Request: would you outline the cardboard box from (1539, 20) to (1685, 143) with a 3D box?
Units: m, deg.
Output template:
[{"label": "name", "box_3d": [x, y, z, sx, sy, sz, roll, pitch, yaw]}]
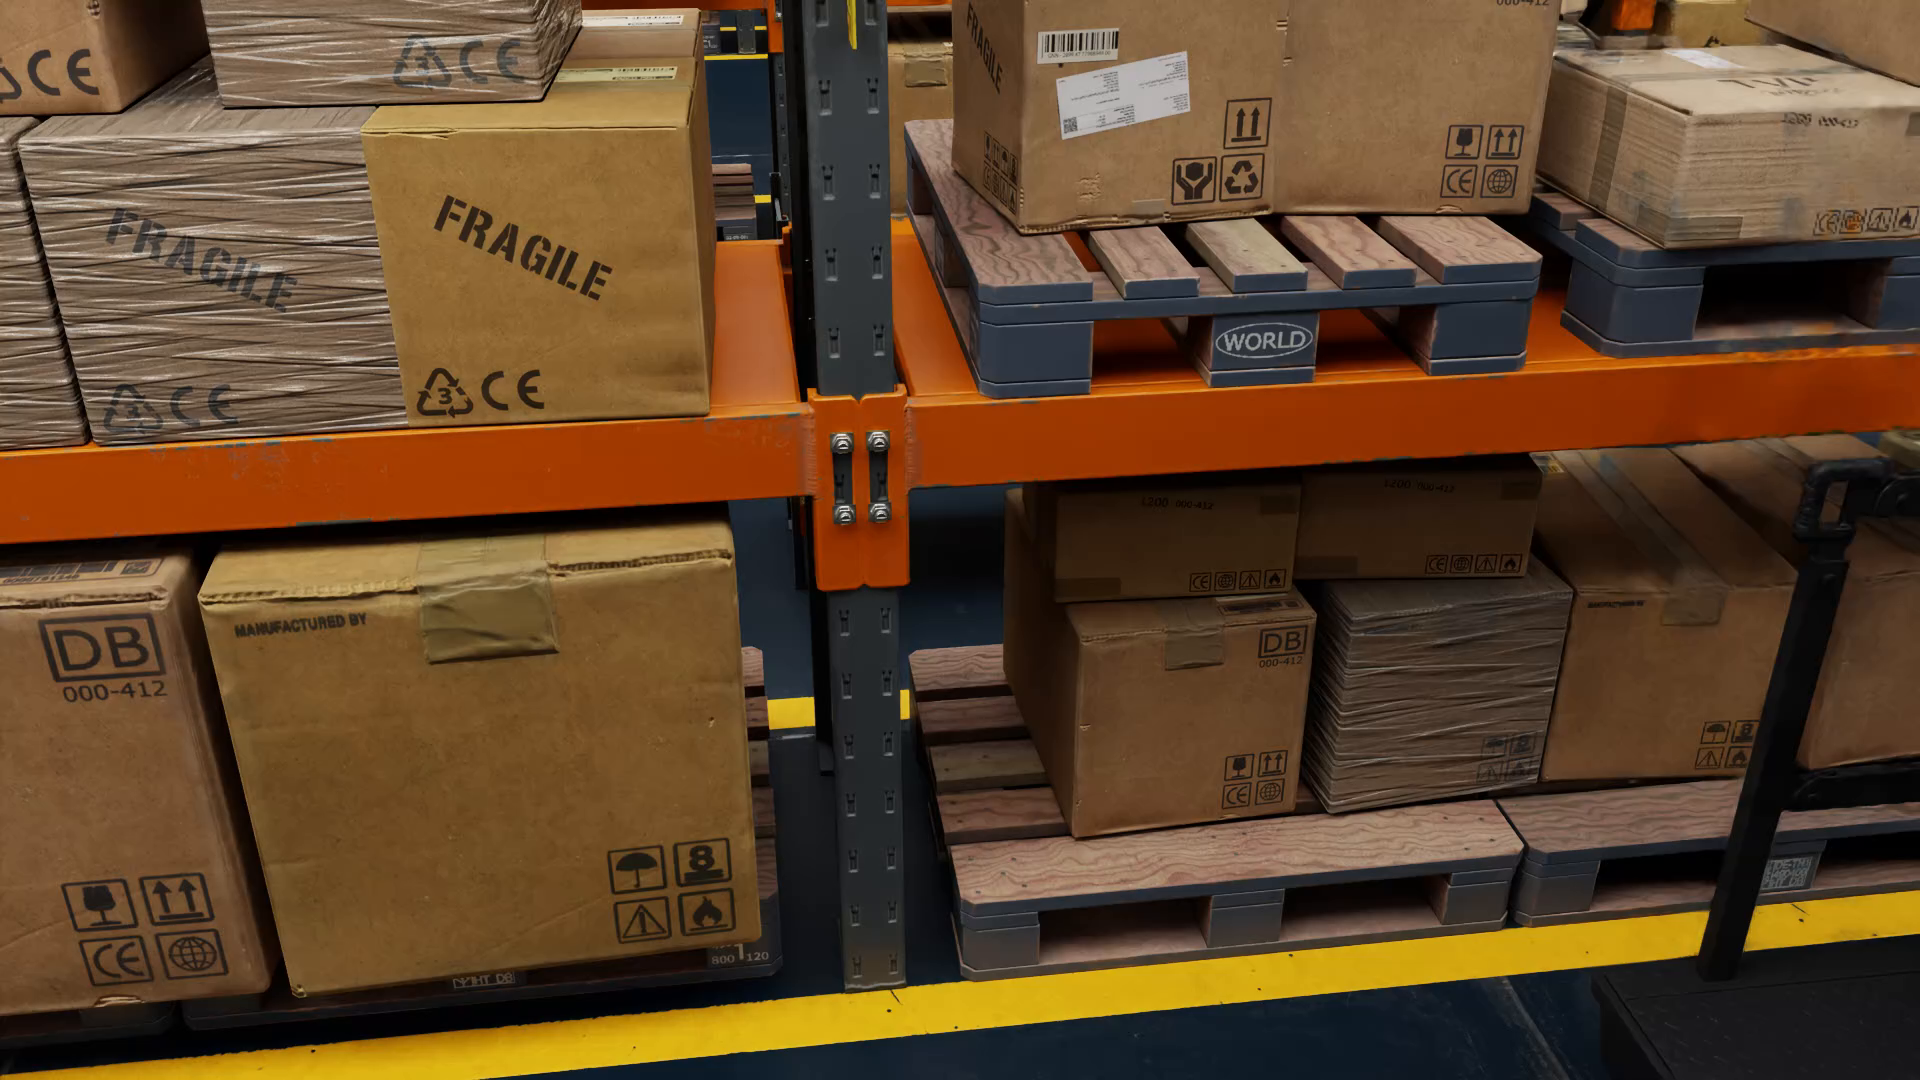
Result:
[{"label": "cardboard box", "box_3d": [1.370, -0.984, 3.569, 0.258, 0.266, 0.396, -4, 27, -9]}]

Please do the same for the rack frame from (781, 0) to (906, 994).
[{"label": "rack frame", "box_3d": [-0.243, -0.629, 3.190, 0.127, 3.000, 1.000, -4, 27, -7]}]

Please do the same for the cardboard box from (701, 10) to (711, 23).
[{"label": "cardboard box", "box_3d": [-2.319, -4.344, 12.298, 0.875, 0.875, 0.875, -4, 27, -8]}]

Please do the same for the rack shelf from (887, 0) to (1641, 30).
[{"label": "rack shelf", "box_3d": [1.146, -2.685, 7.984, 4.000, 0.370, 1.077, -4, 27, -7]}]

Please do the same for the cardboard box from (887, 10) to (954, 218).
[{"label": "cardboard box", "box_3d": [-0.219, -2.061, 7.986, 0.750, 0.750, 1.050, -4, 27, -8]}]

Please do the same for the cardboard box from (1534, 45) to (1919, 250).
[{"label": "cardboard box", "box_3d": [1.449, -0.752, 3.133, 0.500, 0.250, 0.500, -4, 27, -9]}]

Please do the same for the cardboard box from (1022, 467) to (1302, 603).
[{"label": "cardboard box", "box_3d": [0.416, -0.102, 3.598, 0.500, 0.250, 0.500, -3, 27, -5]}]

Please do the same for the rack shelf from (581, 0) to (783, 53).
[{"label": "rack shelf", "box_3d": [-2.815, -2.430, 7.488, 4.000, 0.370, 1.077, -4, 27, -7]}]

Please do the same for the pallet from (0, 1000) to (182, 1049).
[{"label": "pallet", "box_3d": [-2.240, 0.704, 3.647, 1.213, 0.211, 1.003, -4, 27, -7]}]

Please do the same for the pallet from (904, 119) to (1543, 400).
[{"label": "pallet", "box_3d": [0.448, -0.637, 3.416, 1.003, 0.211, 1.213, -4, 27, -7]}]

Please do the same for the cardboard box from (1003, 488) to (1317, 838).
[{"label": "cardboard box", "box_3d": [0.417, 0.236, 3.761, 0.500, 0.500, 0.700, -5, 28, -10]}]

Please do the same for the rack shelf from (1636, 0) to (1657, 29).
[{"label": "rack shelf", "box_3d": [5.107, -2.939, 8.480, 4.000, 0.370, 1.077, -4, 27, -7]}]

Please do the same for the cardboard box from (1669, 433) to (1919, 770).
[{"label": "cardboard box", "box_3d": [2.078, 0.120, 3.986, 0.500, 0.500, 0.700, -6, 28, -12]}]

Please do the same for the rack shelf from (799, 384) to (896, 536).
[{"label": "rack shelf", "box_3d": [-0.007, -0.282, 5.104, 1.000, 0.278, 0.538, -4, 27, -7]}]

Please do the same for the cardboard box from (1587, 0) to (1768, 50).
[{"label": "cardboard box", "box_3d": [3.759, -2.382, 8.473, 0.875, 0.875, 0.875, -3, 27, -6]}]

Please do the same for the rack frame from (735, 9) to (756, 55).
[{"label": "rack frame", "box_3d": [-1.624, -5.109, 11.921, 0.127, 3.000, 1.000, -4, 27, -7]}]

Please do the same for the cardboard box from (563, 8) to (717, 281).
[{"label": "cardboard box", "box_3d": [-0.762, -0.765, 3.346, 0.500, 0.500, 0.500, -3, 27, -6]}]

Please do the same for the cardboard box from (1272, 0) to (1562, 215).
[{"label": "cardboard box", "box_3d": [0.825, -0.993, 3.330, 0.500, 0.500, 0.700, 0, 27, 1]}]

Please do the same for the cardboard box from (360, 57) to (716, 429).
[{"label": "cardboard box", "box_3d": [-0.697, -0.530, 2.887, 0.500, 0.500, 0.500, -3, 27, -6]}]

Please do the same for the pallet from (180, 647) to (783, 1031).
[{"label": "pallet", "box_3d": [-1.034, 0.628, 3.795, 1.213, 0.211, 1.003, -4, 27, -7]}]

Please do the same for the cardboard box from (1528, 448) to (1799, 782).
[{"label": "cardboard box", "box_3d": [1.525, 0.156, 3.917, 0.500, 0.500, 0.700, -1, 27, -3]}]

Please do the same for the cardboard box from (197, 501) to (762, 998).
[{"label": "cardboard box", "box_3d": [-0.929, 0.164, 3.512, 0.875, 0.875, 1.225, -5, 28, -10]}]

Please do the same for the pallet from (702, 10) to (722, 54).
[{"label": "pallet", "box_3d": [-2.415, -3.852, 12.526, 1.213, 0.211, 1.003, -4, 27, -7]}]

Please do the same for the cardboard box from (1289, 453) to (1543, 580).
[{"label": "cardboard box", "box_3d": [0.940, -0.141, 3.673, 0.500, 0.250, 0.500, -1, 27, -1]}]

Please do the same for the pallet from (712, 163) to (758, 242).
[{"label": "pallet", "box_3d": [-1.608, -1.588, 8.113, 1.213, 0.211, 1.003, -4, 27, -7]}]

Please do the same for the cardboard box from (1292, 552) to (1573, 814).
[{"label": "cardboard box", "box_3d": [0.965, 0.195, 3.841, 0.500, 0.500, 0.700, -6, 28, -11]}]

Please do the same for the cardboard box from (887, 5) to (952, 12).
[{"label": "cardboard box", "box_3d": [-0.333, -4.208, 12.585, 0.625, 0.372, 0.950, -4, 27, -8]}]

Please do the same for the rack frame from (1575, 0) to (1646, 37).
[{"label": "rack frame", "box_3d": [3.127, -3.132, 8.068, 0.127, 3.000, 1.000, -4, 27, -7]}]

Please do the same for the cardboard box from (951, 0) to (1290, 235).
[{"label": "cardboard box", "box_3d": [0.286, -0.913, 3.173, 0.500, 0.500, 0.500, -7, 28, -13]}]

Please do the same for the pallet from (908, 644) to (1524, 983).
[{"label": "pallet", "box_3d": [0.531, 0.563, 3.922, 1.213, 0.211, 1.003, -4, 27, -7]}]

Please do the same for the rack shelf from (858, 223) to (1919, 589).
[{"label": "rack shelf", "box_3d": [1.737, -0.436, 3.602, 4.000, 0.370, 1.077, -4, 27, -7]}]

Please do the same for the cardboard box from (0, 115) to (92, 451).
[{"label": "cardboard box", "box_3d": [-1.706, -0.466, 2.764, 0.500, 0.500, 0.500, -5, 28, -9]}]

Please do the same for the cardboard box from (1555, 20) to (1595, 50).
[{"label": "cardboard box", "box_3d": [2.525, -2.238, 8.329, 0.750, 0.750, 1.050, -4, 27, -7]}]

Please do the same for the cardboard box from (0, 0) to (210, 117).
[{"label": "cardboard box", "box_3d": [-1.615, -1.040, 2.783, 0.637, 0.503, 0.797, -3, 27, -6]}]

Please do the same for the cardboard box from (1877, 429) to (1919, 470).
[{"label": "cardboard box", "box_3d": [2.632, 0.084, 4.056, 0.500, 0.500, 0.700, -4, 27, -7]}]

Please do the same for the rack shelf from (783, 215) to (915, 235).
[{"label": "rack shelf", "box_3d": [-0.007, -0.760, 4.859, 1.000, 0.278, 0.538, -4, 27, -7]}]

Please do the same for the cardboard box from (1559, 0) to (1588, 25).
[{"label": "cardboard box", "box_3d": [3.987, -3.248, 10.880, 0.503, 0.637, 0.797, -4, 27, -7]}]

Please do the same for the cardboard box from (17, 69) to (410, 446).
[{"label": "cardboard box", "box_3d": [-1.192, -0.501, 2.831, 0.500, 0.500, 0.500, -4, 27, -8]}]

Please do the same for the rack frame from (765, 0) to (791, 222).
[{"label": "rack frame", "box_3d": [-0.834, -2.877, 7.572, 0.127, 3.000, 1.000, -4, 27, -7]}]

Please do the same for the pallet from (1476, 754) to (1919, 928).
[{"label": "pallet", "box_3d": [1.736, 0.487, 4.070, 1.213, 0.211, 1.003, -4, 27, -7]}]

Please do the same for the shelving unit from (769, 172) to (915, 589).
[{"label": "shelving unit", "box_3d": [-0.007, -0.500, 4.992, 1.048, 1.125, 0.538, -4, 27, -7]}]

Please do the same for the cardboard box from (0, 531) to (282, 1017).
[{"label": "cardboard box", "box_3d": [-1.813, 0.217, 3.408, 0.875, 0.875, 1.225, -4, 27, -7]}]

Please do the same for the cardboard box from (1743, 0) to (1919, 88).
[{"label": "cardboard box", "box_3d": [2.014, -0.964, 3.270, 0.637, 0.503, 0.797, -1, 27, -2]}]

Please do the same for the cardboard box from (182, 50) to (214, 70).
[{"label": "cardboard box", "box_3d": [-1.273, -0.732, 3.280, 0.500, 0.500, 0.500, -4, 27, -9]}]

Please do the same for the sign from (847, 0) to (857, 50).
[{"label": "sign", "box_3d": [-0.163, -0.893, 2.437, 0.005, 0.325, 0.100, -4, 27, -7]}]

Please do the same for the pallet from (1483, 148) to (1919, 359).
[{"label": "pallet", "box_3d": [1.711, -0.688, 3.515, 1.213, 0.211, 1.003, -4, 27, -7]}]

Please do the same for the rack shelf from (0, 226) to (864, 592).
[{"label": "rack shelf", "box_3d": [-2.224, -0.181, 3.106, 4.000, 0.370, 1.077, -4, 27, -7]}]

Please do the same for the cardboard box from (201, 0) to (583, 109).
[{"label": "cardboard box", "box_3d": [-0.969, -1.080, 2.861, 0.637, 0.503, 0.797, -3, 27, -5]}]

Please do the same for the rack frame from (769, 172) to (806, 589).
[{"label": "rack frame", "box_3d": [-0.510, -0.468, 4.929, 0.032, 1.125, 0.500, -4, 27, -7]}]
